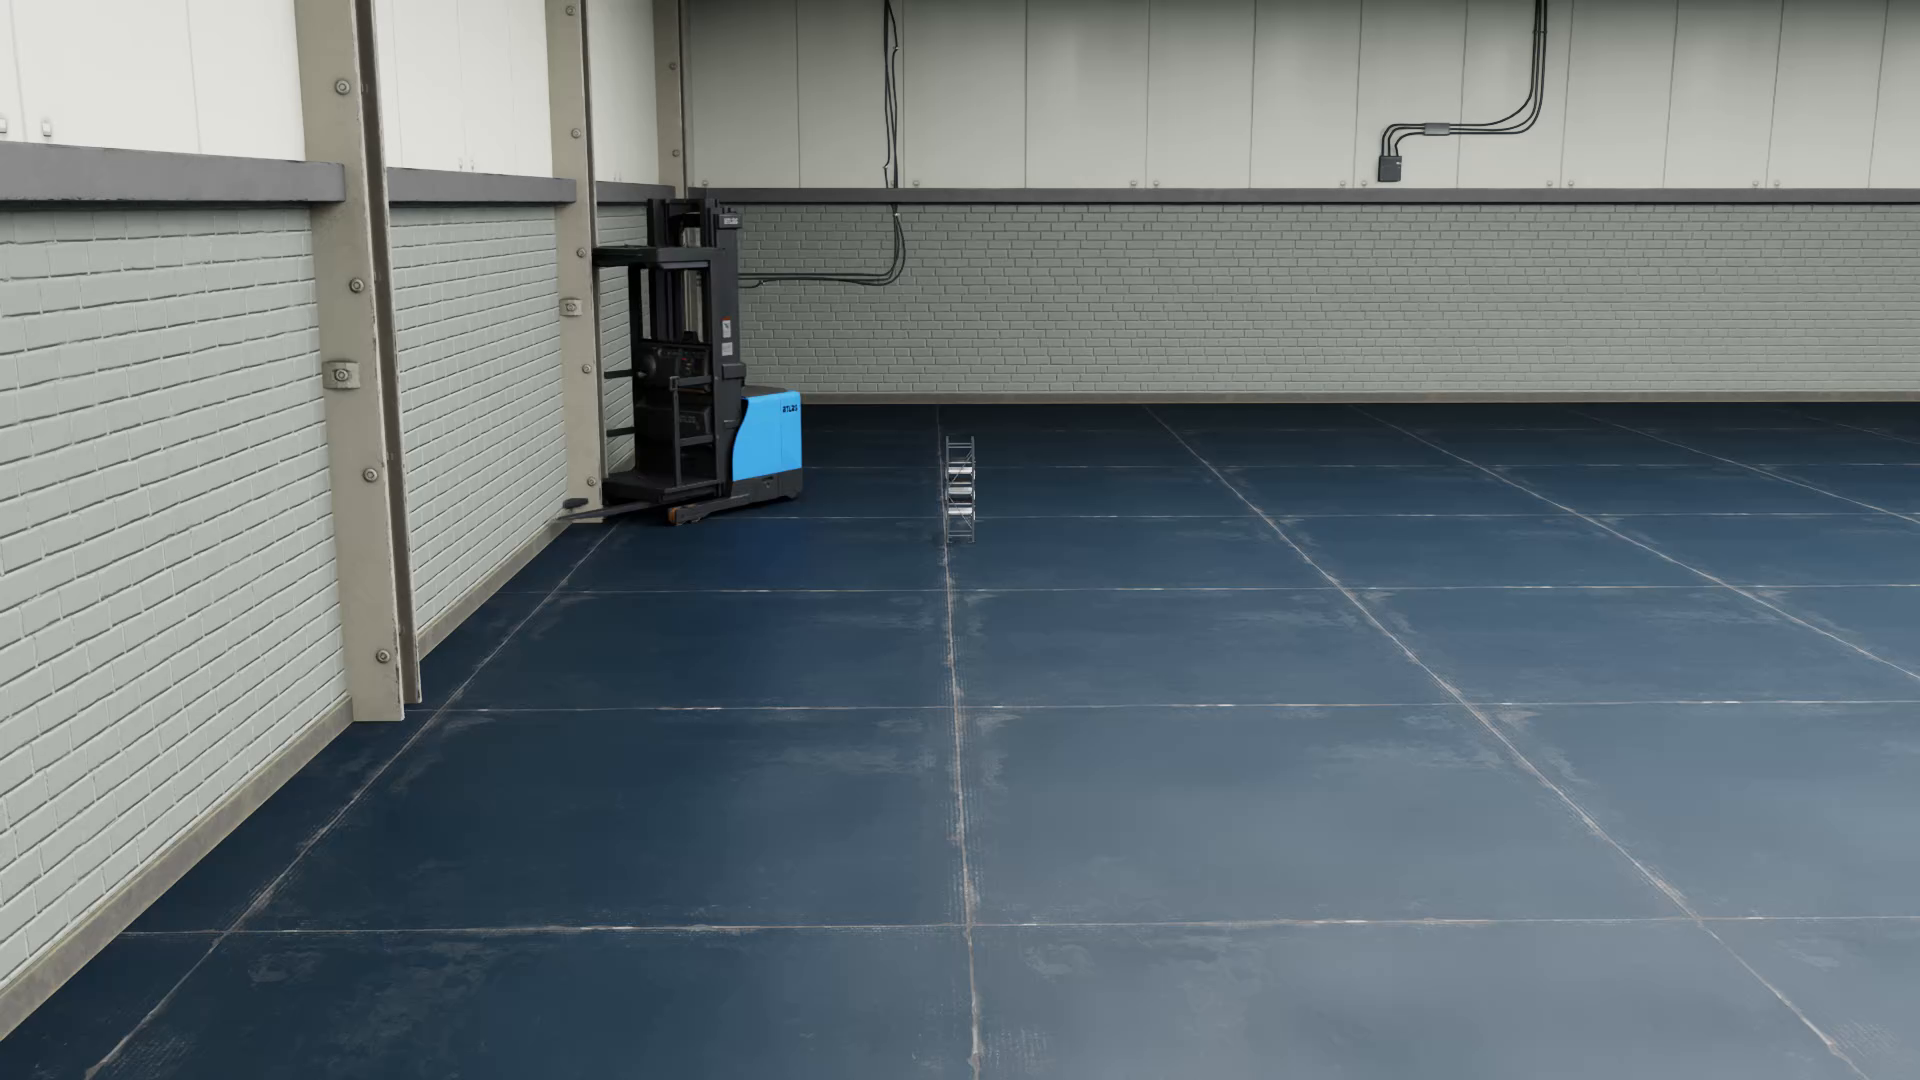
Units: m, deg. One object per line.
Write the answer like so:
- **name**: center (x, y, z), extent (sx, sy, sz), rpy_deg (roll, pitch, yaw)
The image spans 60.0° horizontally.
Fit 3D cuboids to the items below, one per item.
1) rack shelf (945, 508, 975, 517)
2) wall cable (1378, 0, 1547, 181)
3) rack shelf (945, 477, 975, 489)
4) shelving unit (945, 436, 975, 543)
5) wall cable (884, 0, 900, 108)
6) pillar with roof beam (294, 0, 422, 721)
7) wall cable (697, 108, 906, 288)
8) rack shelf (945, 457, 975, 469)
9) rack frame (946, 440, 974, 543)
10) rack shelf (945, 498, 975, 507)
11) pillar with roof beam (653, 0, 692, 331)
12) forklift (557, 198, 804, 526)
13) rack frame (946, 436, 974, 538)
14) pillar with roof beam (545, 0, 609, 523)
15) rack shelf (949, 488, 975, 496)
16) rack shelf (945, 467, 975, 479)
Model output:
- **rack shelf**: center (0.000, -0.230, 14.504), extent (0.258, 0.077, 0.200), rpy_deg (0, 11, -1)
- **wall cable**: center (7.164, -8.097, 23.284), extent (2.305, 6.003, 0.169), rpy_deg (0, 11, -1)
- **rack shelf**: center (0.000, -0.495, 14.450), extent (0.258, 0.077, 0.200), rpy_deg (0, 11, -1)
- **shelving unit**: center (0.000, -0.439, 14.462), extent (0.258, 0.900, 0.210), rpy_deg (0, 11, -1)
- **wall cable**: center (0.377, -7.359, 23.307), extent (3.097, 2.526, 0.112), rpy_deg (0, 11, -1)
- **pillar with roof beam**: center (0.963, -3.436, 8.862), extent (9.100, 9.000, 0.400), rpy_deg (0, 11, -1)
- **wall cable**: center (-2.328, -4.873, 23.754), extent (3.097, 2.526, 0.112), rpy_deg (0, 11, -1)
- **rack shelf**: center (0.000, -0.671, 14.415), extent (0.258, 0.077, 0.200), rpy_deg (0, 11, -1)
- **rack frame**: center (0.002, -0.419, 14.362), extent (0.240, 0.900, 0.006), rpy_deg (0, 11, -1)
- **rack shelf**: center (0.000, -0.319, 14.486), extent (0.258, 0.077, 0.200), rpy_deg (0, 11, -1)
- **pillar with roof beam**: center (0.715, -5.821, 20.619), extent (9.100, 9.000, 0.400), rpy_deg (0, 11, -1)
- **forklift**: center (-2.826, -1.676, 15.446), extent (1.130, 2.935, 3.031), rpy_deg (8, 14, 35)
- **rack frame**: center (-0.002, -0.460, 14.561), extent (0.240, 0.900, 0.006), rpy_deg (0, 11, -1)
- **pillar with roof beam**: center (0.839, -4.628, 14.740), extent (9.100, 9.000, 0.400), rpy_deg (0, 11, -1)
- **rack shelf**: center (0.000, -0.407, 14.468), extent (0.258, 0.077, 0.200), rpy_deg (0, 11, -1)
- **rack shelf**: center (0.000, -0.583, 14.433), extent (0.258, 0.077, 0.200), rpy_deg (0, 11, -1)
